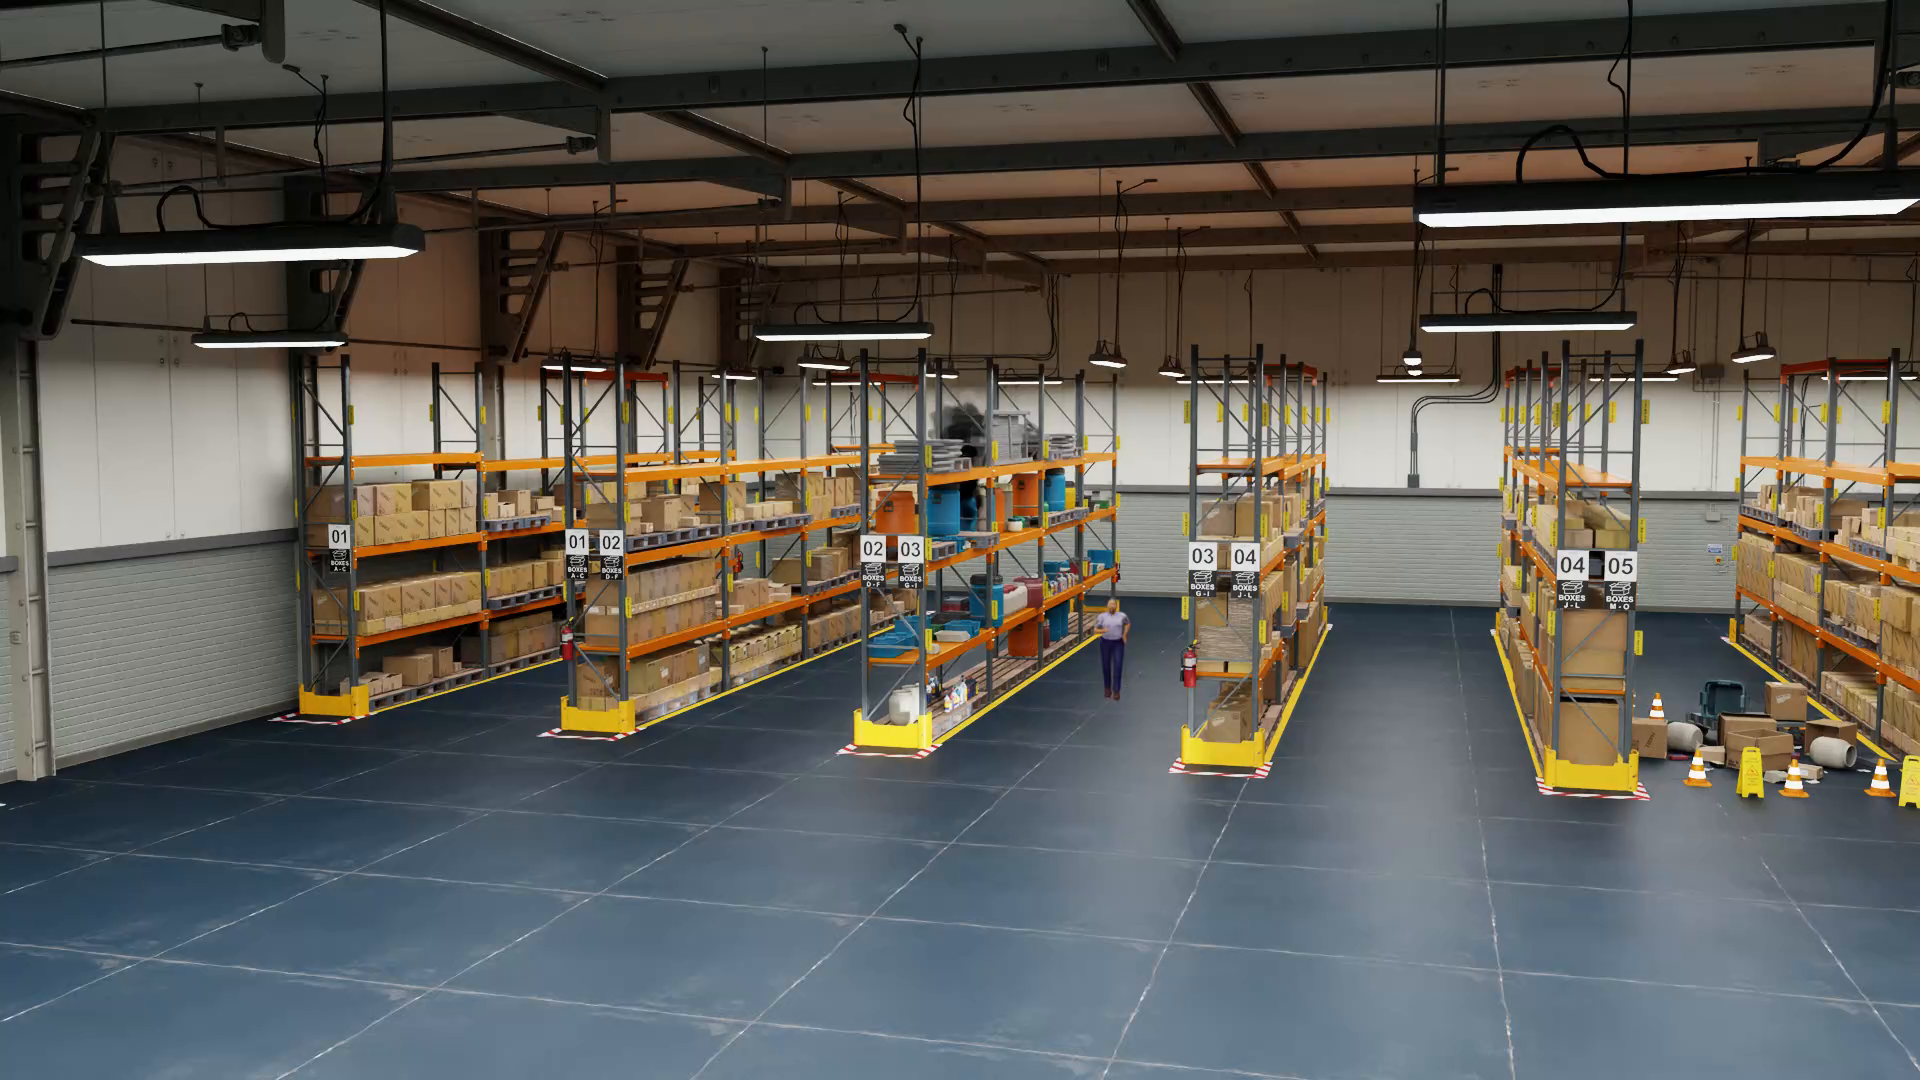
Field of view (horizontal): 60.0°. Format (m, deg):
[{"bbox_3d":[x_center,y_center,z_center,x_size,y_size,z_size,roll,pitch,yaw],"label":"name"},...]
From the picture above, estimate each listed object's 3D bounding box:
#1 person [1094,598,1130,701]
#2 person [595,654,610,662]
[{"bbox_3d":[2.517,1.813,27.593,0.602,1.688,0.846,0,4,5],"label":"person"},{"bbox_3d":[-6.438,1.819,30.280,0.666,1.765,0.998,1,4,14],"label":"person"}]
